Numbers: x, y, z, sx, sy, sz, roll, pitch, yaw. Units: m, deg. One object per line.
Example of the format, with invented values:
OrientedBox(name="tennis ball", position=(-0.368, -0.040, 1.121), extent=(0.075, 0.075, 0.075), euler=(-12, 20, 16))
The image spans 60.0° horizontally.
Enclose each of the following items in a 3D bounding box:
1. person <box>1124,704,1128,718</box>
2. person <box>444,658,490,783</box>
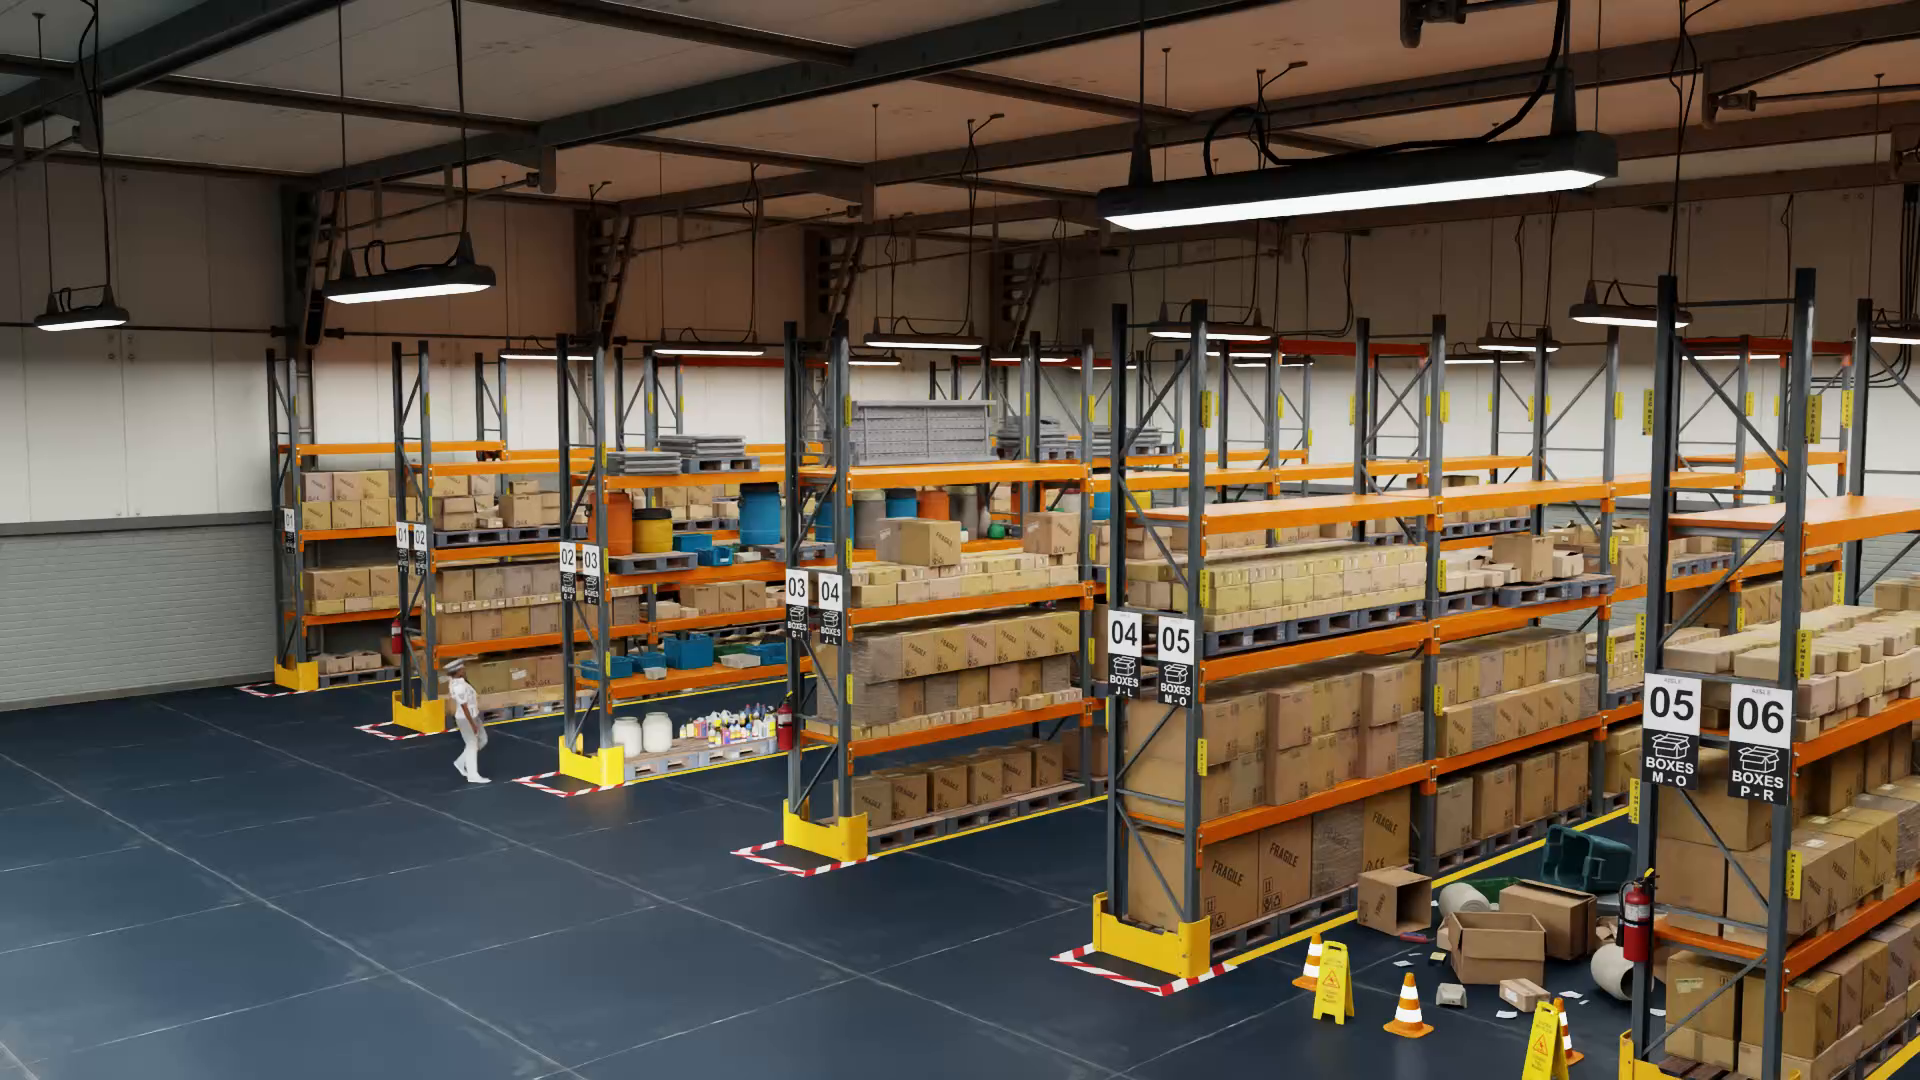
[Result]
OrientedBox(name="person", position=(2.829, 2.105, 25.497), extent=(0.992, 1.750, 0.492), euler=(-5, 7, -43))
OrientedBox(name="person", position=(-6.610, 2.413, 22.349), extent=(0.574, 1.665, 0.546), euler=(-1, 5, -7))
